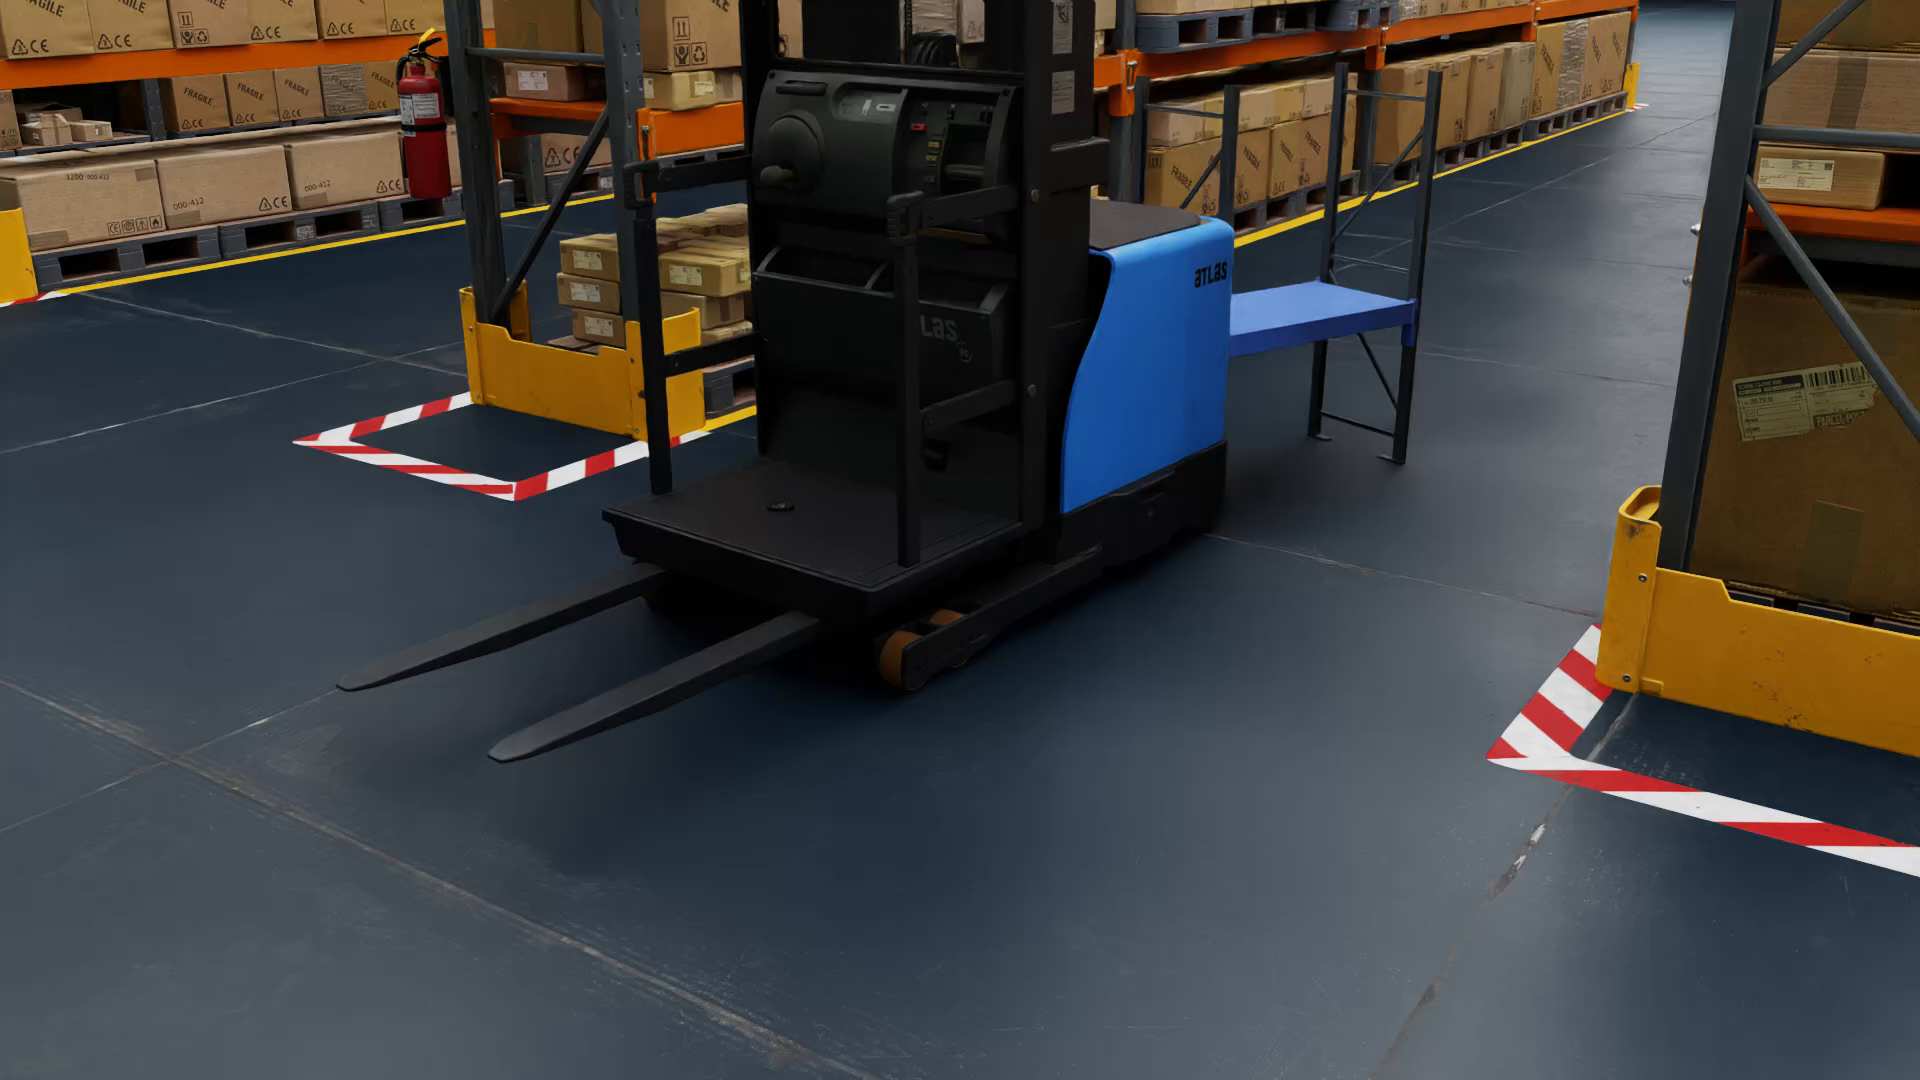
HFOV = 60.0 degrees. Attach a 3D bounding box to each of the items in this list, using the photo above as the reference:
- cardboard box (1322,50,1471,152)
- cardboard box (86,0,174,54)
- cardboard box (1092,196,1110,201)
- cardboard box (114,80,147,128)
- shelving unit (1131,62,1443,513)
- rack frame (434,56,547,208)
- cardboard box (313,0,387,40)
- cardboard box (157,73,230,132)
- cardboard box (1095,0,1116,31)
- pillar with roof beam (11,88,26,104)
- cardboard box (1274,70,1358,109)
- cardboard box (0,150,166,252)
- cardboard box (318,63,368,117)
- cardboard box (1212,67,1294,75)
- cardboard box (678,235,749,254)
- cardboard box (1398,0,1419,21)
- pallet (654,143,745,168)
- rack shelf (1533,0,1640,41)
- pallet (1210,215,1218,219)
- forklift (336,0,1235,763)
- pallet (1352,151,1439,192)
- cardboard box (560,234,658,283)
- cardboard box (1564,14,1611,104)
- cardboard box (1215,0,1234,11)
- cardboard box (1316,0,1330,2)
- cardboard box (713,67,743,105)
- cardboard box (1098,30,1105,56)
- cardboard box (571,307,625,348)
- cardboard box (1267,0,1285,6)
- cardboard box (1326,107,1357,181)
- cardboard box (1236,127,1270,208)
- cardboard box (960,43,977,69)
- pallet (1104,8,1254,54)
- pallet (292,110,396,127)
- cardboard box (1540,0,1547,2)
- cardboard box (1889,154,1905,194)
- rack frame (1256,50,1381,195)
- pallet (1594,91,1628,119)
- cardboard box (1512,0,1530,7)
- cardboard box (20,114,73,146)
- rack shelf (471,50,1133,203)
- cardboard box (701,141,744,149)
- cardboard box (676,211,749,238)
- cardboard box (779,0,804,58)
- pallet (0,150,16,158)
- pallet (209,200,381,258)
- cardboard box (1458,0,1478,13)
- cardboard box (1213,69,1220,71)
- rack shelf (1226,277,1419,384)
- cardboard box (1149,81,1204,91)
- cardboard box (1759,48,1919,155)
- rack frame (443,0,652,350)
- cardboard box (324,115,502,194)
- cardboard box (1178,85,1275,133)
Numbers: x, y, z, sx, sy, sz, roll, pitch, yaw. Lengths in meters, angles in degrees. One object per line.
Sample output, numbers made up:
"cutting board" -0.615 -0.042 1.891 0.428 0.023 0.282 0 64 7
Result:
"cardboard box" 3.721 -3.789 14.322 1.050 0.750 0.750 14 24 33
"cardboard box" -5.064 -3.159 9.836 0.500 0.500 0.500 13 24 31
"cardboard box" 0.653 -1.938 9.755 0.380 0.149 0.250 14 24 33
"cardboard box" -7.660 -4.217 15.840 0.500 0.500 0.500 13 24 32
"shelving unit" 1.192 -0.975 6.238 1.048 1.500 0.538 -14 24 -33
"rack frame" -3.584 -4.027 12.328 1.000 3.000 0.127 13 24 32
"cardboard box" -4.188 -3.595 11.017 0.500 0.500 0.500 13 24 31
"cardboard box" -7.233 -4.114 15.560 0.500 0.500 0.500 15 25 34
"cardboard box" 0.529 -3.083 9.204 0.500 0.500 0.500 13 24 32
"pillar with roof beam" -5.267 -6.944 11.567 9.100 9.000 0.400 13 24 32
"cardboard box" 2.648 -3.367 12.462 0.500 0.250 0.500 13 24 31
"cardboard box" -5.544 -2.084 10.162 0.875 0.438 0.875 12 24 30
"cardboard box" -6.361 -4.558 16.762 0.500 0.500 0.500 12 24 30
"cardboard box" 2.228 -3.464 12.723 0.500 0.250 0.500 12 23 29
"cardboard box" -1.051 -1.269 7.517 0.380 0.149 0.250 14 24 33
"cardboard box" 3.291 -4.361 13.088 0.500 0.500 0.500 14 24 32
"pallet" -2.527 -3.307 14.401 1.003 0.211 1.213 13 24 32
"rack shelf" 6.188 -5.623 17.678 1.077 0.370 4.000 13 24 32
"pallet" 1.003 -2.007 10.885 1.003 0.211 1.213 13 24 32
"forklift" -0.365 -1.148 4.644 1.130 2.935 3.031 15 25 35
"pallet" 3.321 -3.142 13.955 1.003 0.211 1.213 13 24 32
"cardboard box" -1.594 -1.283 7.557 0.380 0.149 0.250 14 24 32
"cardboard box" 6.493 -5.274 18.156 0.875 0.875 0.875 13 24 31
"cardboard box" 1.463 -3.345 10.241 0.380 0.149 0.250 13 24 32
"cardboard box" 2.340 -3.793 11.453 0.380 0.149 0.250 12 23 29
"cardboard box" -1.120 -1.935 7.036 0.380 0.149 0.250 14 25 34
"cardboard box" 0.600 -2.845 9.496 0.380 0.149 0.250 13 24 31
"cardboard box" -1.558 -0.995 7.634 0.380 0.149 0.250 14 24 33
"cardboard box" 1.898 -3.569 10.846 0.380 0.149 0.250 13 24 31
"cardboard box" 2.662 -3.023 12.612 0.500 0.500 0.500 13 24 32
"cardboard box" 1.781 -2.581 11.416 0.500 0.500 0.500 14 24 33
"cardboard box" -0.135 -2.470 8.480 0.380 0.149 0.250 13 24 31
"pallet" 1.117 -3.192 10.346 1.003 0.211 1.213 13 24 32
"pallet" -6.580 -4.278 17.027 1.003 0.211 1.213 13 24 32
"cardboard box" 5.262 -5.565 16.269 0.875 0.550 0.550 13 24 32
"cardboard box" 2.436 -1.070 4.697 0.380 0.149 0.250 14 24 32
"rack frame" 2.815 -4.238 12.900 1.000 3.000 0.127 13 24 32
"pallet" 6.928 -4.981 18.927 1.003 0.211 1.213 13 24 32
"cardboard box" 4.992 -5.231 15.439 0.500 0.500 0.500 13 24 32
"cardboard box" -7.962 -3.589 14.480 0.396 0.266 0.258 14 25 34
"rack shelf" -0.557 -2.179 8.370 1.077 0.370 4.000 13 24 32
"cardboard box" -2.297 -3.938 14.545 0.875 0.875 0.875 14 24 32
"cardboard box" -1.166 -1.505 8.157 0.380 0.149 0.250 12 24 30
"cardboard box" -0.921 -2.363 7.256 0.500 0.500 0.500 13 24 32
"pallet" -8.763 -3.138 13.944 1.003 0.211 1.213 13 24 32
"pallet" -4.761 -2.165 11.313 1.003 0.211 1.213 13 24 32
"cardboard box" 4.140 -4.795 14.260 0.500 0.500 0.500 13 24 31
"cardboard box" 2.641 -5.193 19.081 0.500 0.500 0.500 -6 21 -15
"rack shelf" 1.192 -0.806 6.301 1.000 0.185 0.538 -14 24 -33
"cardboard box" 1.362 -3.029 11.548 0.500 0.250 0.500 12 23 29
"cardboard box" 2.417 -1.207 4.491 0.500 0.250 0.500 13 24 31
"rack frame" -1.682 -1.943 6.694 1.000 3.000 0.127 13 24 32
"cardboard box" -4.025 -2.863 12.270 0.875 0.438 0.875 13 24 31
"cardboard box" 1.788 -2.926 11.269 0.500 0.250 0.500 14 25 34
